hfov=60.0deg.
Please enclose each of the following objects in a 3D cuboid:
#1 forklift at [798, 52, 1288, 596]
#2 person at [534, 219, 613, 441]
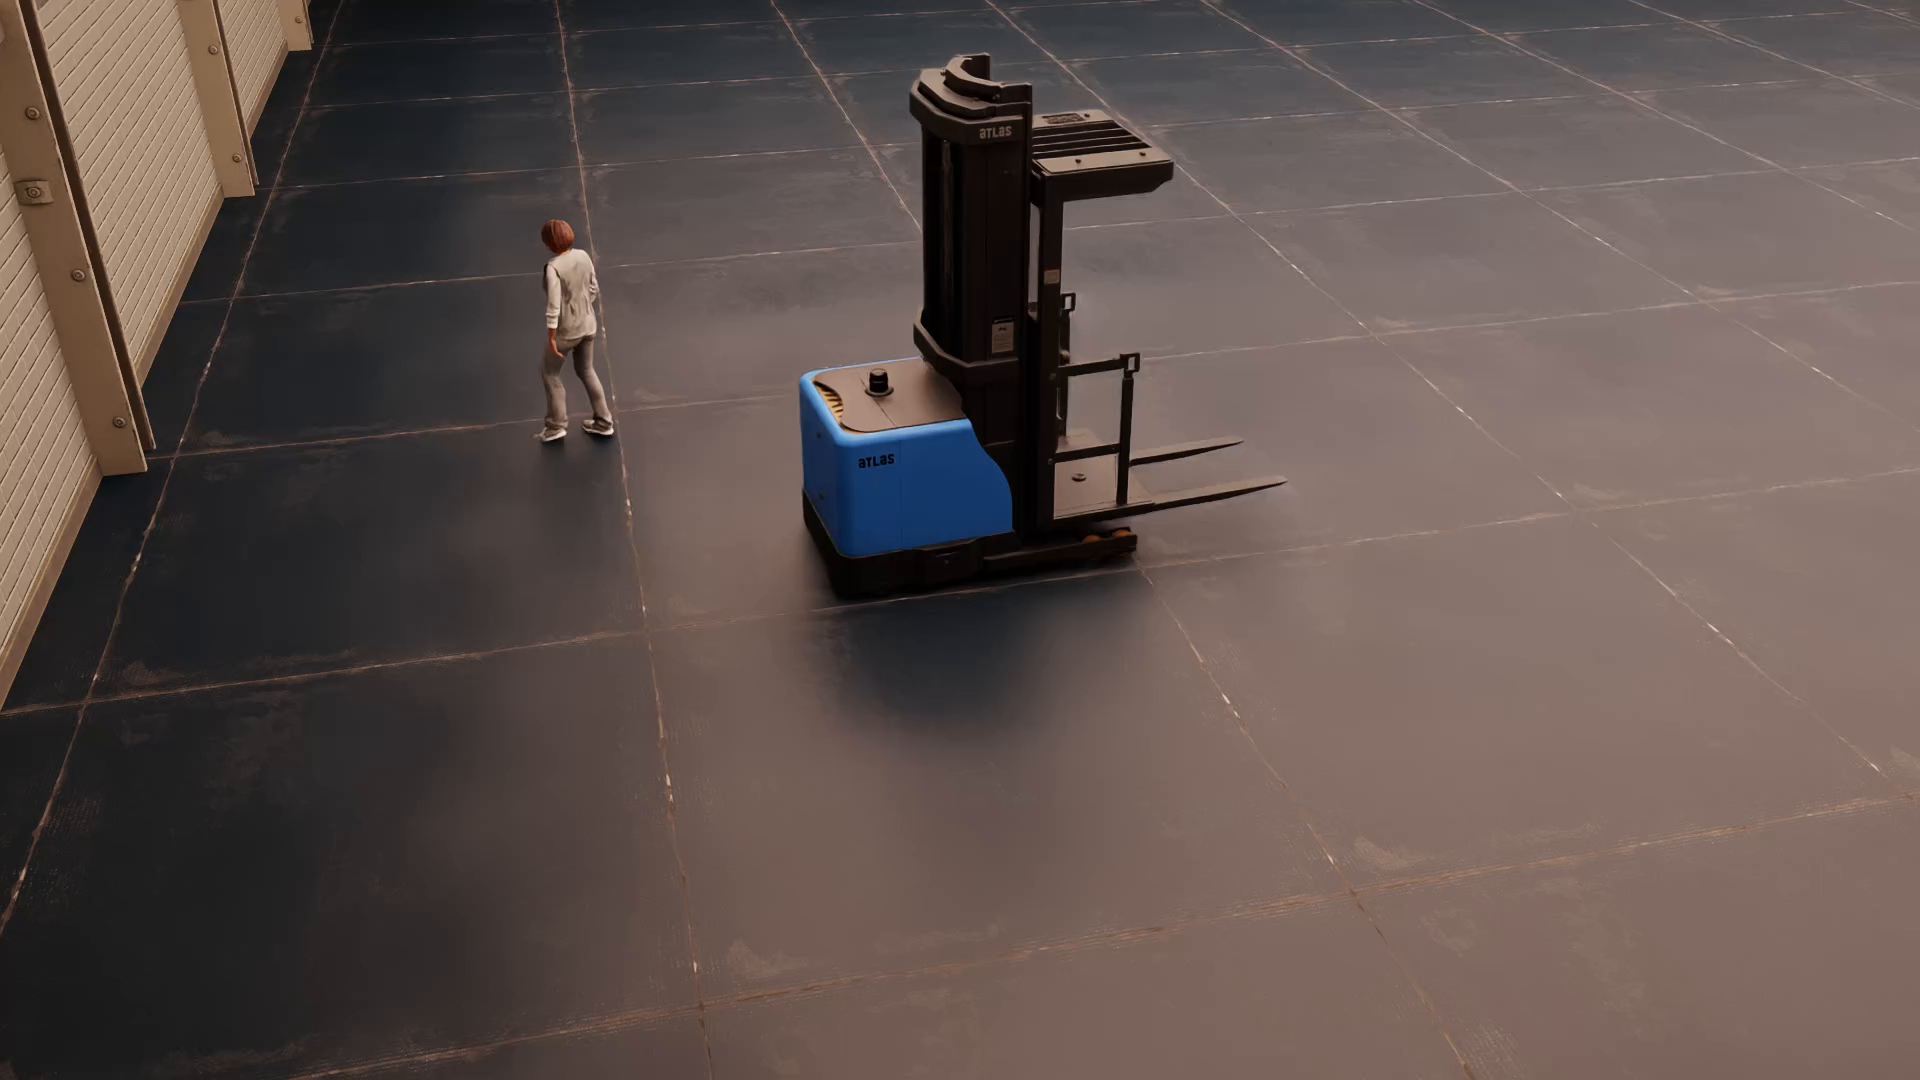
[{"bbox_3d":[0.577,-1.372,9.944,3.031,2.935,1.130,-10,31,-16],"label":"forklift"},{"bbox_3d":[-2.698,-1.434,11.436,0.499,1.625,0.497,17,34,27],"label":"person"}]
